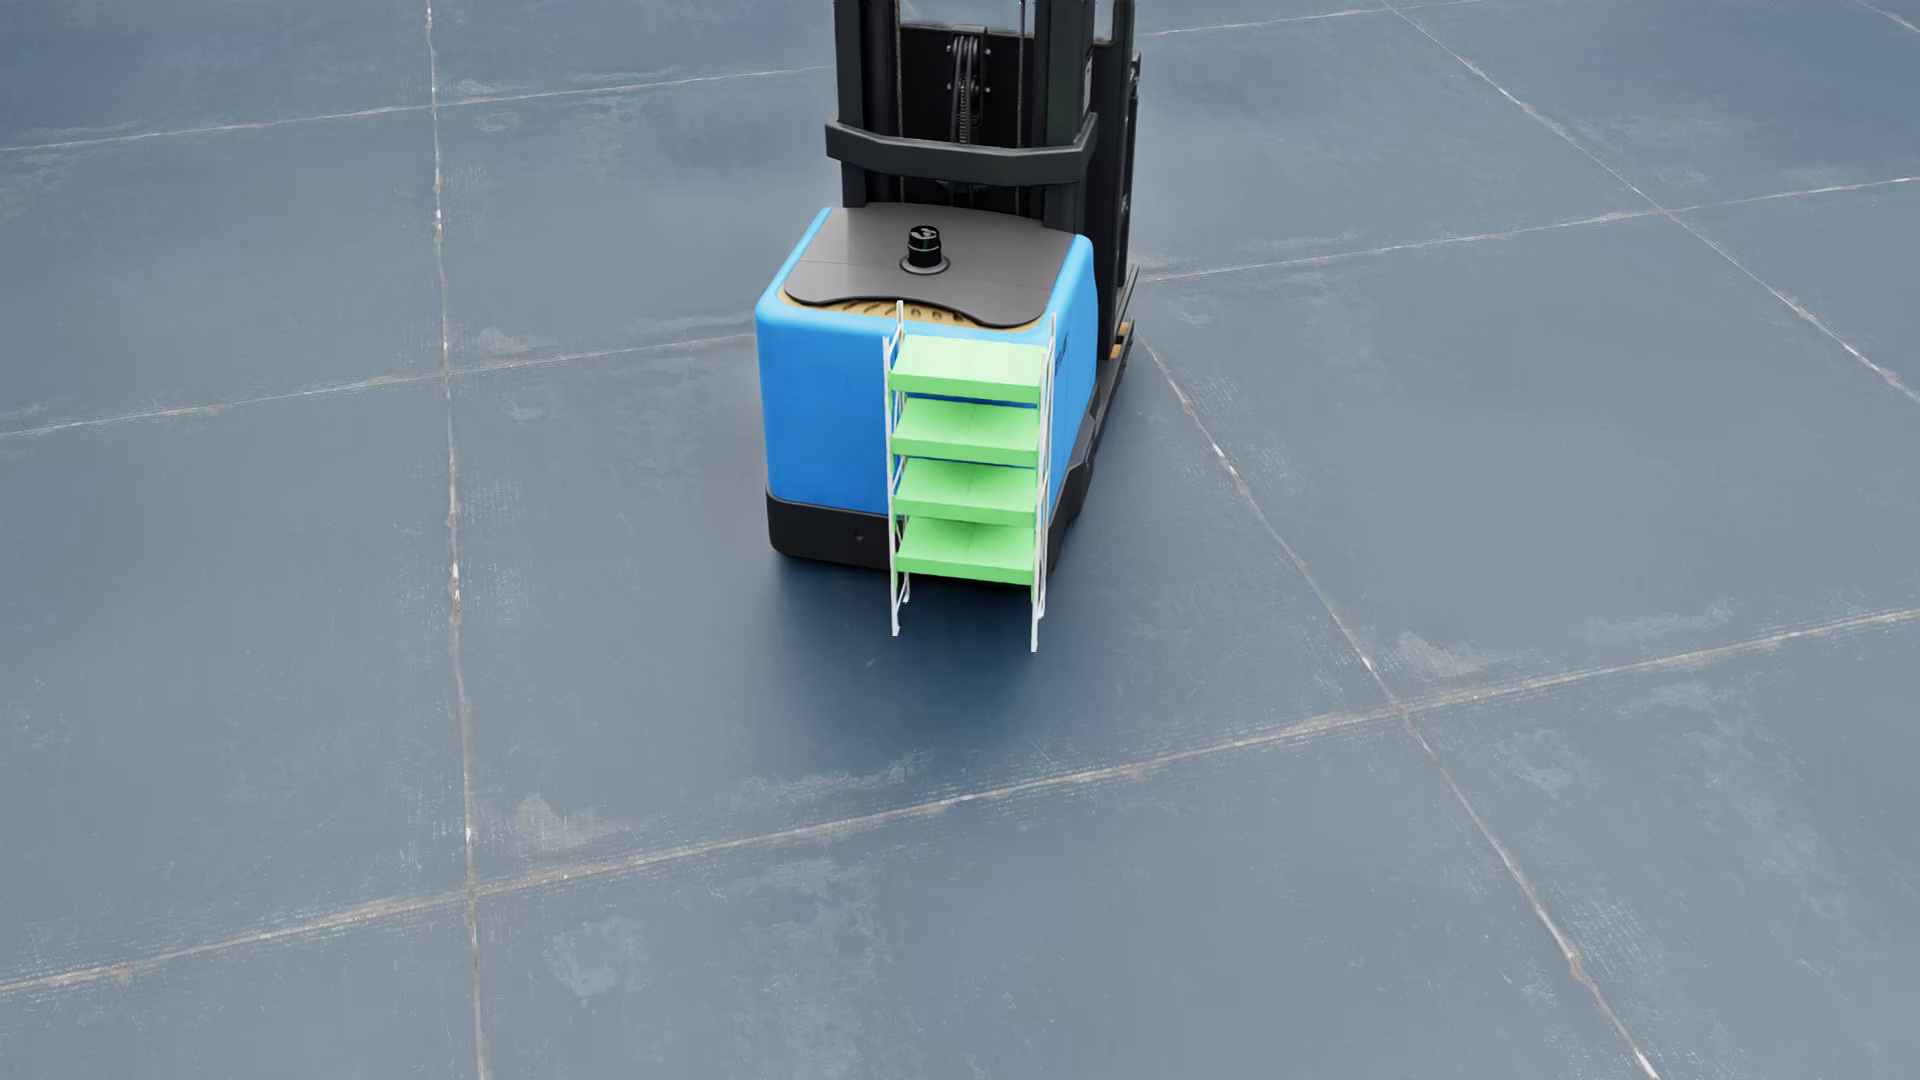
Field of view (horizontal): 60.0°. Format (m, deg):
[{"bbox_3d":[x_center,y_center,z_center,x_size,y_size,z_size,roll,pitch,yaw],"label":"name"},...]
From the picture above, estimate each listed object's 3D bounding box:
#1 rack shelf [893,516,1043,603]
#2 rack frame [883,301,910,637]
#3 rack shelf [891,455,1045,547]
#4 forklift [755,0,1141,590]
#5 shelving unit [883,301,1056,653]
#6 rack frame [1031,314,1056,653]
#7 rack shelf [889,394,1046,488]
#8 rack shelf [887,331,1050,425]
[{"bbox_3d":[0.033,0.057,5.688,0.480,0.148,0.258,6,38,8],"label":"rack shelf"},{"bbox_3d":[-0.208,-0.209,5.536,0.015,1.200,0.240,6,38,8],"label":"rack frame"},{"bbox_3d":[0.033,-0.133,5.542,0.480,0.148,0.258,6,38,8],"label":"rack shelf"},{"bbox_3d":[0.142,-1.884,6.301,1.130,2.935,3.031,8,38,11],"label":"forklift"},{"bbox_3d":[0.033,-0.184,5.503,0.503,1.200,0.258,6,38,8],"label":"shelving unit"},{"bbox_3d":[0.273,-0.159,5.471,0.015,1.200,0.240,6,38,8],"label":"rack frame"},{"bbox_3d":[0.033,-0.324,5.396,0.480,0.148,0.258,6,38,8],"label":"rack shelf"},{"bbox_3d":[0.033,-0.515,5.250,0.480,0.148,0.258,6,38,8],"label":"rack shelf"}]
